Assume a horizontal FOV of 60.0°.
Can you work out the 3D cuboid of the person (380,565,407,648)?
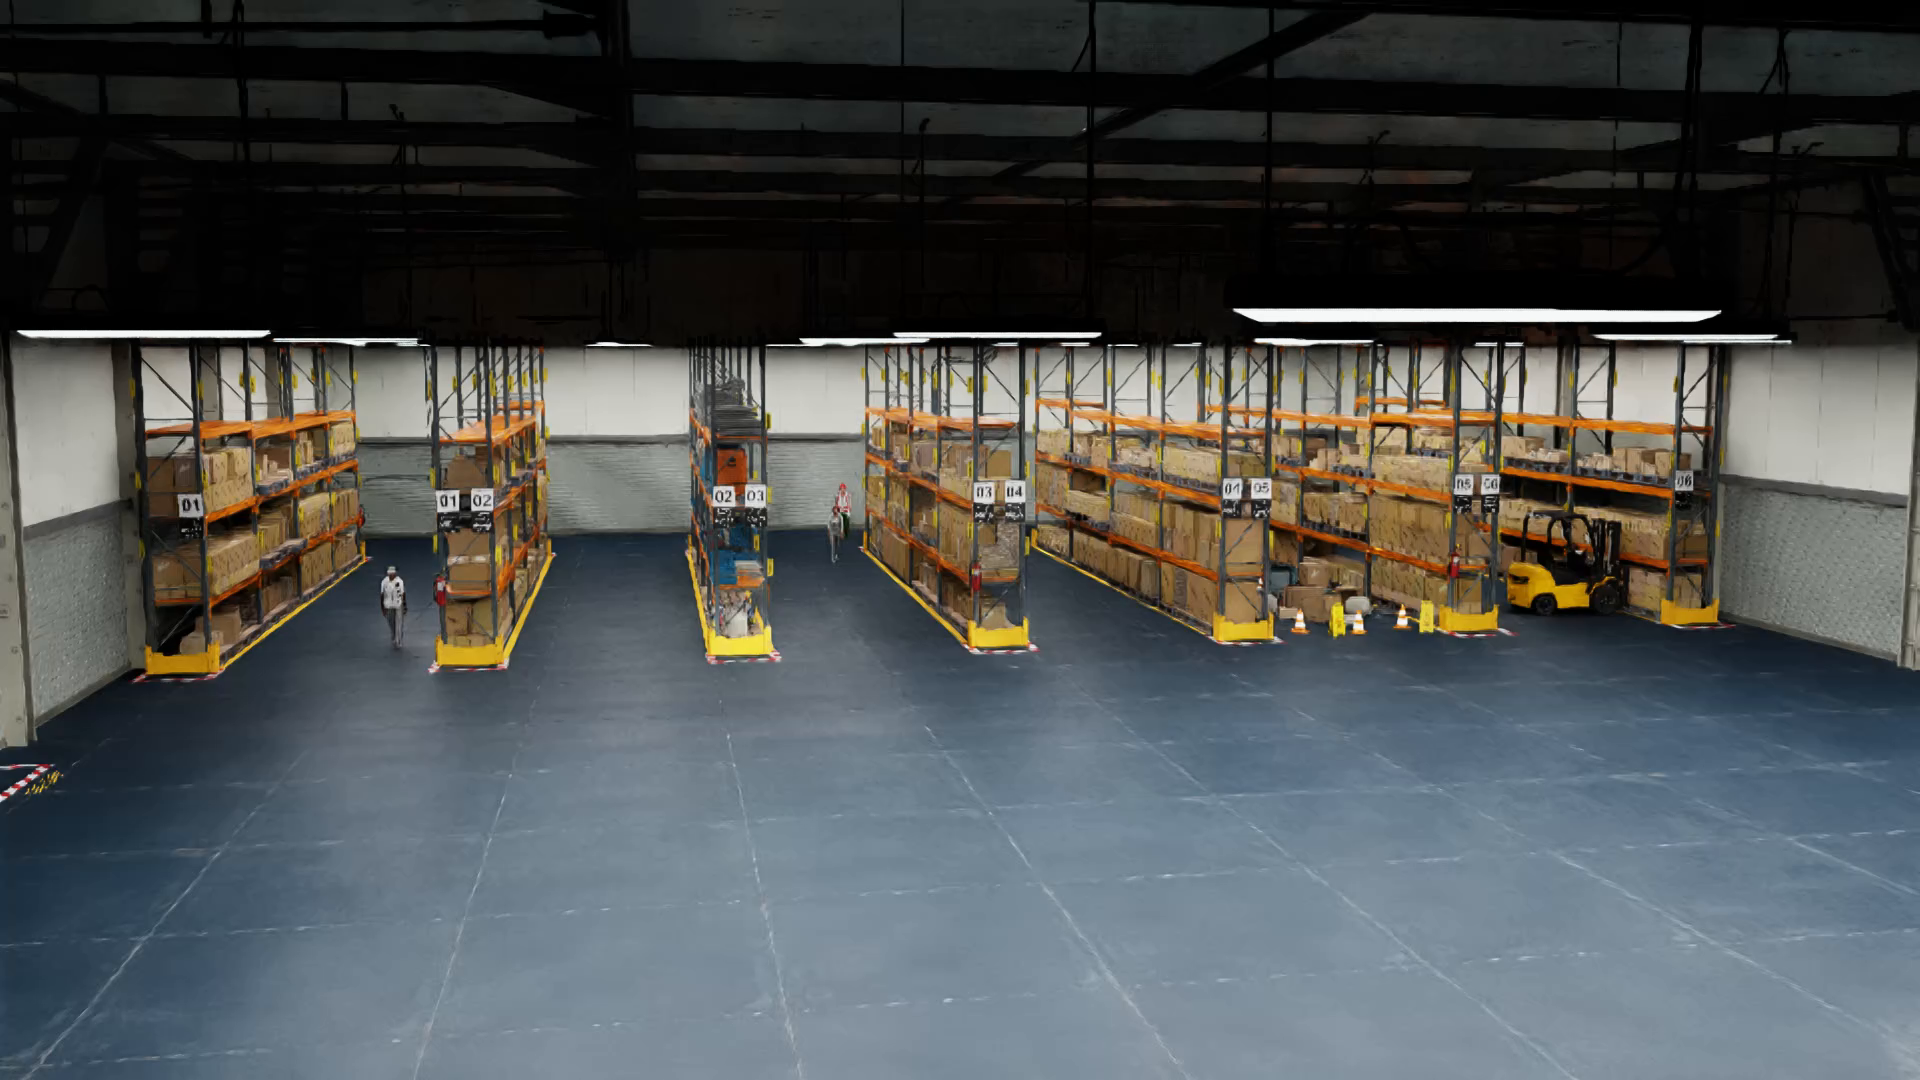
[{"bbox_3d":[-10.901,1.260,31.982,0.456,1.585,1.088,-1,7,-8],"label":"person"}]

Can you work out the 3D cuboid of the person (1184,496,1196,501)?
[{"bbox_3d":[7.549,-1.259,53.638,0.648,1.760,0.531,6,9,41],"label":"person"}]

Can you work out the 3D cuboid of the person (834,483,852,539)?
[{"bbox_3d":[-3.490,-0.838,49.678,0.534,1.726,1.037,0,7,-1],"label":"person"}]

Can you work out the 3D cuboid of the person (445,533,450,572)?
[{"bbox_3d":[-12.916,0.058,42.745,0.608,1.573,0.497,-1,7,-13],"label":"person"}]

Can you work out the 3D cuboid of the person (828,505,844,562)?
[{"bbox_3d":[-3.353,-0.194,44.975,0.415,1.517,1.041,-2,7,-13],"label":"person"}]
